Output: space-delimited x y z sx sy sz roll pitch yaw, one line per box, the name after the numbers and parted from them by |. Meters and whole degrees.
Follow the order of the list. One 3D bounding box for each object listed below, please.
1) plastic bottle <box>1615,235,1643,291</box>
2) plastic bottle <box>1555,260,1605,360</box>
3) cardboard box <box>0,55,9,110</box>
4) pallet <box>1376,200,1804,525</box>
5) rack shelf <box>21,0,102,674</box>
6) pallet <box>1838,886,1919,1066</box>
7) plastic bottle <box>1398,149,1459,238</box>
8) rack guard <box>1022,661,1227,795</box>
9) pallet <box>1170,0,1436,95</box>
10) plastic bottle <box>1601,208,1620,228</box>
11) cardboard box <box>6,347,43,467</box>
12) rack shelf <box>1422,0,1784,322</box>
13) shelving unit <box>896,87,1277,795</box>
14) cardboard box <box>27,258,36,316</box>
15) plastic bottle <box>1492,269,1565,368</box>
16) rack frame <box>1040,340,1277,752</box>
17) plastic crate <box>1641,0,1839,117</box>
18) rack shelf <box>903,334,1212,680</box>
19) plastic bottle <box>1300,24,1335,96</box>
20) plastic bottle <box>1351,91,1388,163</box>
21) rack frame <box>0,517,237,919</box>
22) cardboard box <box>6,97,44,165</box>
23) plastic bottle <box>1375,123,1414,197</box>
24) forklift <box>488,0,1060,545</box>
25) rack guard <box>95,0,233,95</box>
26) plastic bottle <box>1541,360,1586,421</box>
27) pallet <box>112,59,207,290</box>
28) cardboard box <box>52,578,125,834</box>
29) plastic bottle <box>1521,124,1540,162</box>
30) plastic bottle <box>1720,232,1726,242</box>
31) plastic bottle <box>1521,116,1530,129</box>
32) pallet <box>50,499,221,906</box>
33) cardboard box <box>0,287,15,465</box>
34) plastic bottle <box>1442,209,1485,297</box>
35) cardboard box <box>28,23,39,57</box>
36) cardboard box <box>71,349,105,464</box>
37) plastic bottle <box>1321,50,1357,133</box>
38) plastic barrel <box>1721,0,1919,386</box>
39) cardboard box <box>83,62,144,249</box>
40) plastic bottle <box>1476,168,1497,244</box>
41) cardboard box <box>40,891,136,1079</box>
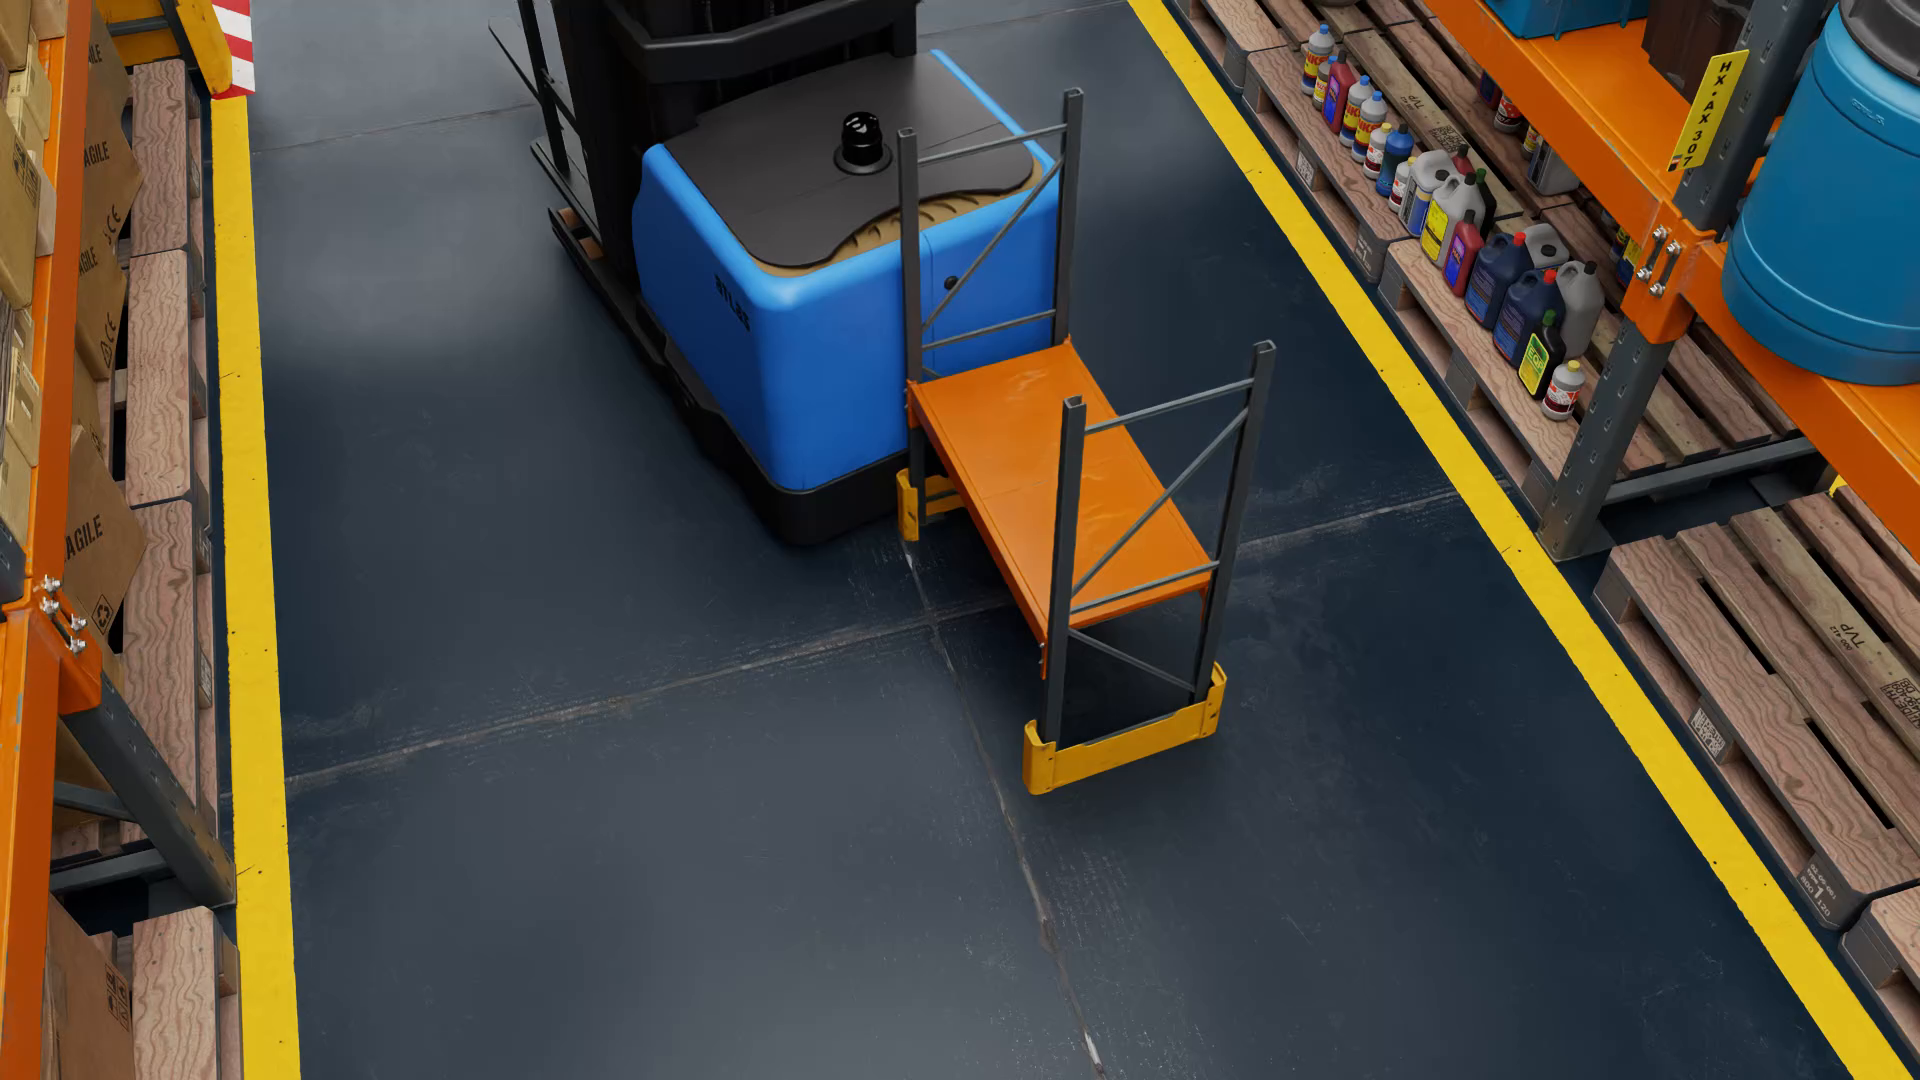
2.330 -0.985 5.564 0.144 0.351 0.185 -13 51 -11 | plastic bottle
1.982 -0.772 5.384 0.144 0.351 0.185 -13 51 -11 | plastic bottle
-2.853 -1.113 3.966 0.875 0.500 0.500 -13 51 -11 | cardboard box
2.152 -0.648 5.658 1.003 0.211 1.213 -13 51 -11 | pallet
-3.012 -1.155 4.733 1.077 0.370 4.000 -13 51 -11 | rack shelf
2.944 1.310 4.008 1.003 0.211 1.213 -13 51 -11 | pallet
1.648 -1.211 5.803 0.152 0.276 0.135 -12 51 -10 | plastic bottle
0.457 0.525 4.644 0.587 0.250 0.087 -17 52 -14 | rack guard
1.430 -2.430 7.160 1.003 0.211 1.213 -13 51 -11 | pallet
2.333 -1.229 5.821 0.097 0.271 0.097 0 50 0 | plastic bottle
-2.259 -0.256 3.668 0.380 0.149 0.250 -13 51 -11 | cardboard box
1.719 -2.275 5.677 1.077 0.370 4.000 -13 51 -11 | rack shelf
0.272 -0.231 4.464 0.587 1.500 1.083 -17 52 -14 | shelving unit
-2.442 -0.613 3.969 0.380 0.149 0.250 -13 51 -11 | cardboard box
1.845 -0.740 5.356 0.144 0.351 0.185 -15 51 -12 | plastic bottle
0.457 0.123 4.165 0.500 1.500 0.032 -17 52 -14 | rack frame
2.277 -1.438 4.541 0.767 0.338 0.504 -13 51 -11 | plastic crate
0.268 -0.122 4.607 0.538 0.185 1.000 -17 52 -14 | rack shelf
1.366 -1.836 6.332 0.097 0.271 0.097 0 50 0 | plastic bottle
1.497 -1.512 6.060 0.097 0.271 0.097 0 50 0 | plastic bottle
-2.421 0.073 3.226 1.000 3.000 0.127 -13 51 -11 | rack frame
-2.590 -0.978 4.277 0.380 0.149 0.250 -13 51 -11 | cardboard box
1.557 -1.364 5.935 0.097 0.271 0.097 0 50 0 | plastic bottle
-0.848 -2.050 5.062 1.130 2.935 3.031 -25 54 -19 | forklift
-3.581 -1.987 6.598 1.175 0.500 0.348 -13 51 -11 | rack guard
1.906 -0.481 5.236 0.097 0.201 0.097 0 50 0 | plastic bottle
-3.375 -1.292 6.202 1.003 0.211 1.213 -13 51 -11 | pallet
-2.501 0.443 4.275 0.500 0.500 0.500 -15 51 -12 | cardboard box
2.129 -1.495 6.091 0.097 0.201 0.097 0 50 0 | plastic bottle
2.468 -1.018 5.591 0.144 0.351 0.185 -12 51 -10 | plastic bottle
2.179 -1.698 6.213 0.152 0.276 0.135 -15 51 -12 | plastic bottle
-2.653 0.490 4.699 1.003 0.211 1.213 -13 51 -11 | pallet
-2.495 -0.397 3.363 0.875 0.500 0.500 -13 51 -11 | cardboard box
1.700 -0.968 5.593 0.061 0.283 0.133 -10 51 -9 | plastic bottle
-2.771 -1.336 4.578 0.380 0.149 0.250 -13 51 -11 | cardboard box
-2.936 -0.410 4.994 0.500 0.500 0.500 -17 52 -14 | cardboard box
1.416 -1.670 6.185 0.061 0.283 0.133 -13 51 -10 | plastic bottle
2.135 -0.857 3.683 0.600 0.901 0.708 -13 51 -11 | plastic barrel
-3.226 -1.289 5.735 0.500 0.500 0.500 -2 50 -1 | cardboard box
1.783 -1.136 5.735 0.061 0.283 0.133 -13 51 -11 | plastic bottle
-2.260 1.191 3.632 0.700 0.500 0.500 -17 52 -14 | cardboard box
